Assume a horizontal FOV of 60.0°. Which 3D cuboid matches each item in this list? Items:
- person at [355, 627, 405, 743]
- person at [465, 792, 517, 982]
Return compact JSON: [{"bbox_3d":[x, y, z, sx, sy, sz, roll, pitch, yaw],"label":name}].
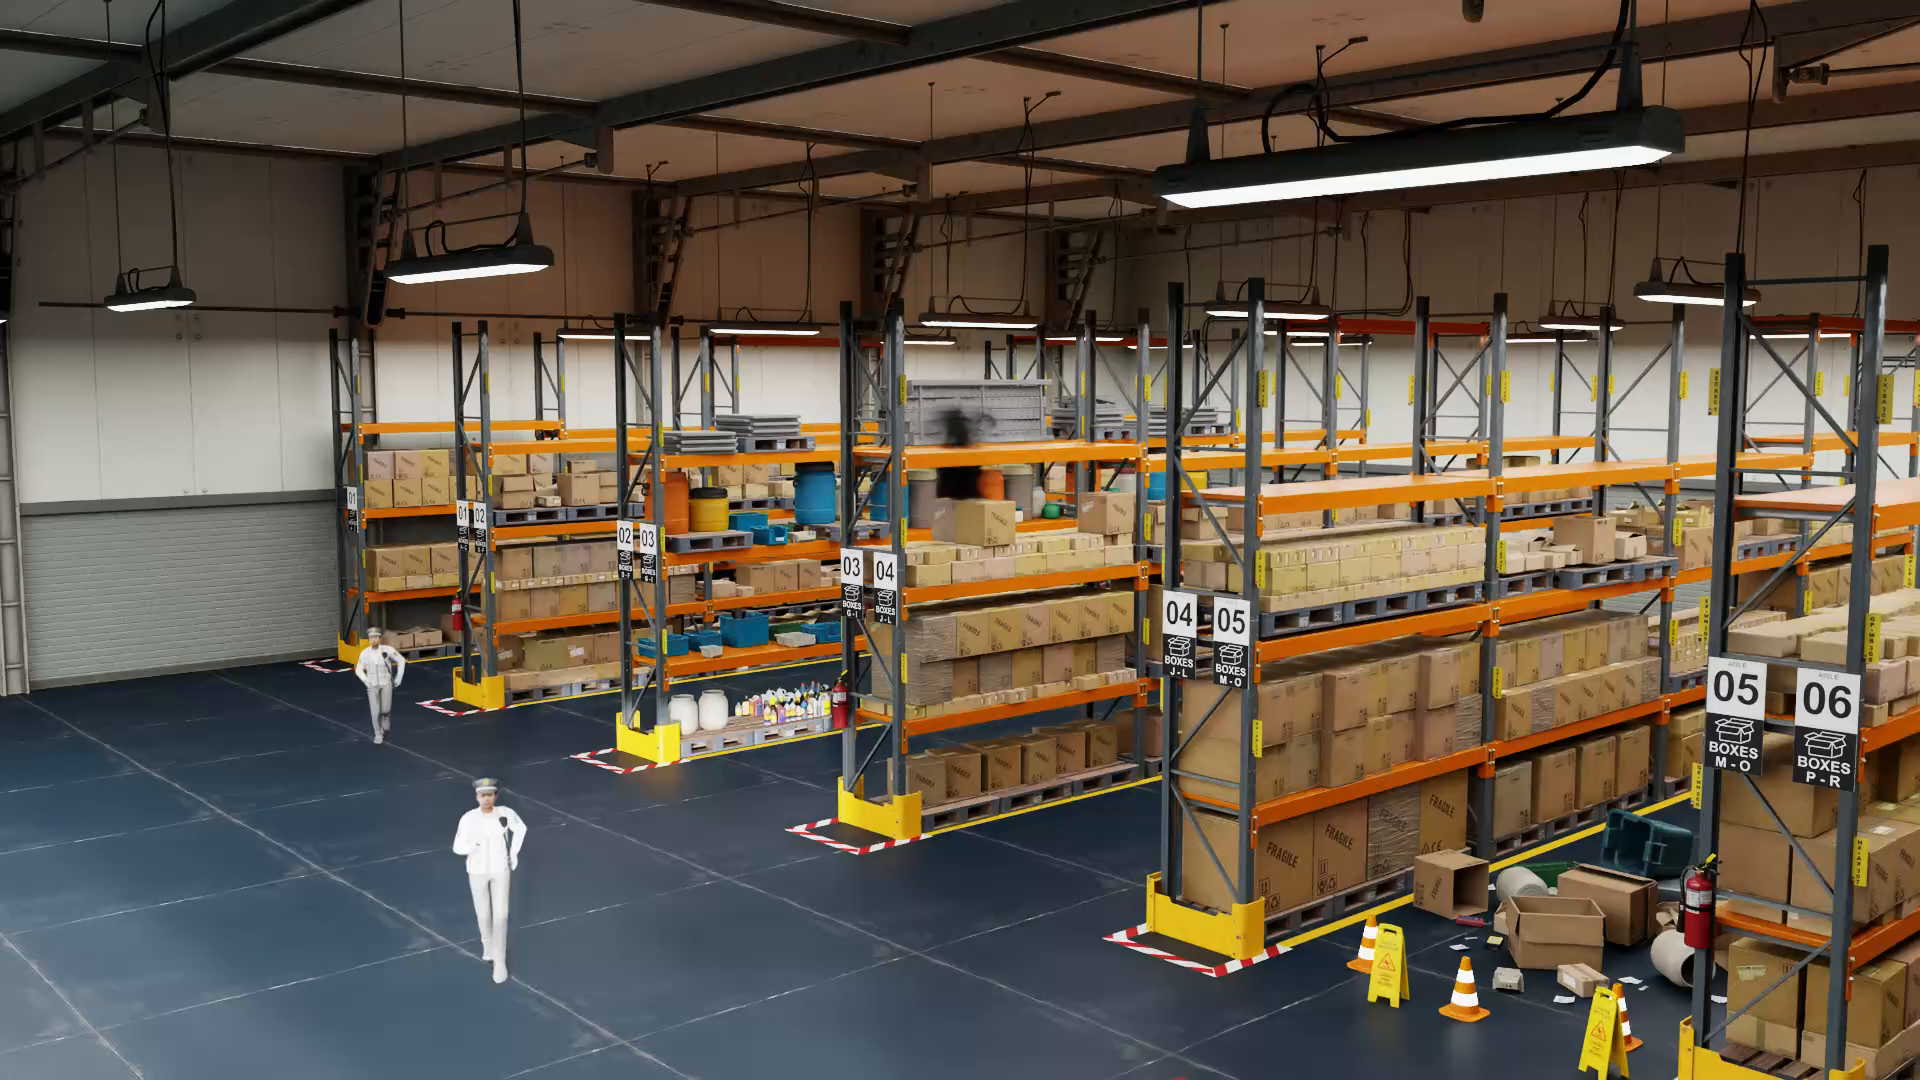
[{"bbox_3d":[-8.149,2.044,23.364,0.643,1.660,0.605,-1,6,-12],"label":"person"},{"bbox_3d":[-4.050,2.932,14.386,0.431,1.688,0.712,-1,6,-11],"label":"person"}]
